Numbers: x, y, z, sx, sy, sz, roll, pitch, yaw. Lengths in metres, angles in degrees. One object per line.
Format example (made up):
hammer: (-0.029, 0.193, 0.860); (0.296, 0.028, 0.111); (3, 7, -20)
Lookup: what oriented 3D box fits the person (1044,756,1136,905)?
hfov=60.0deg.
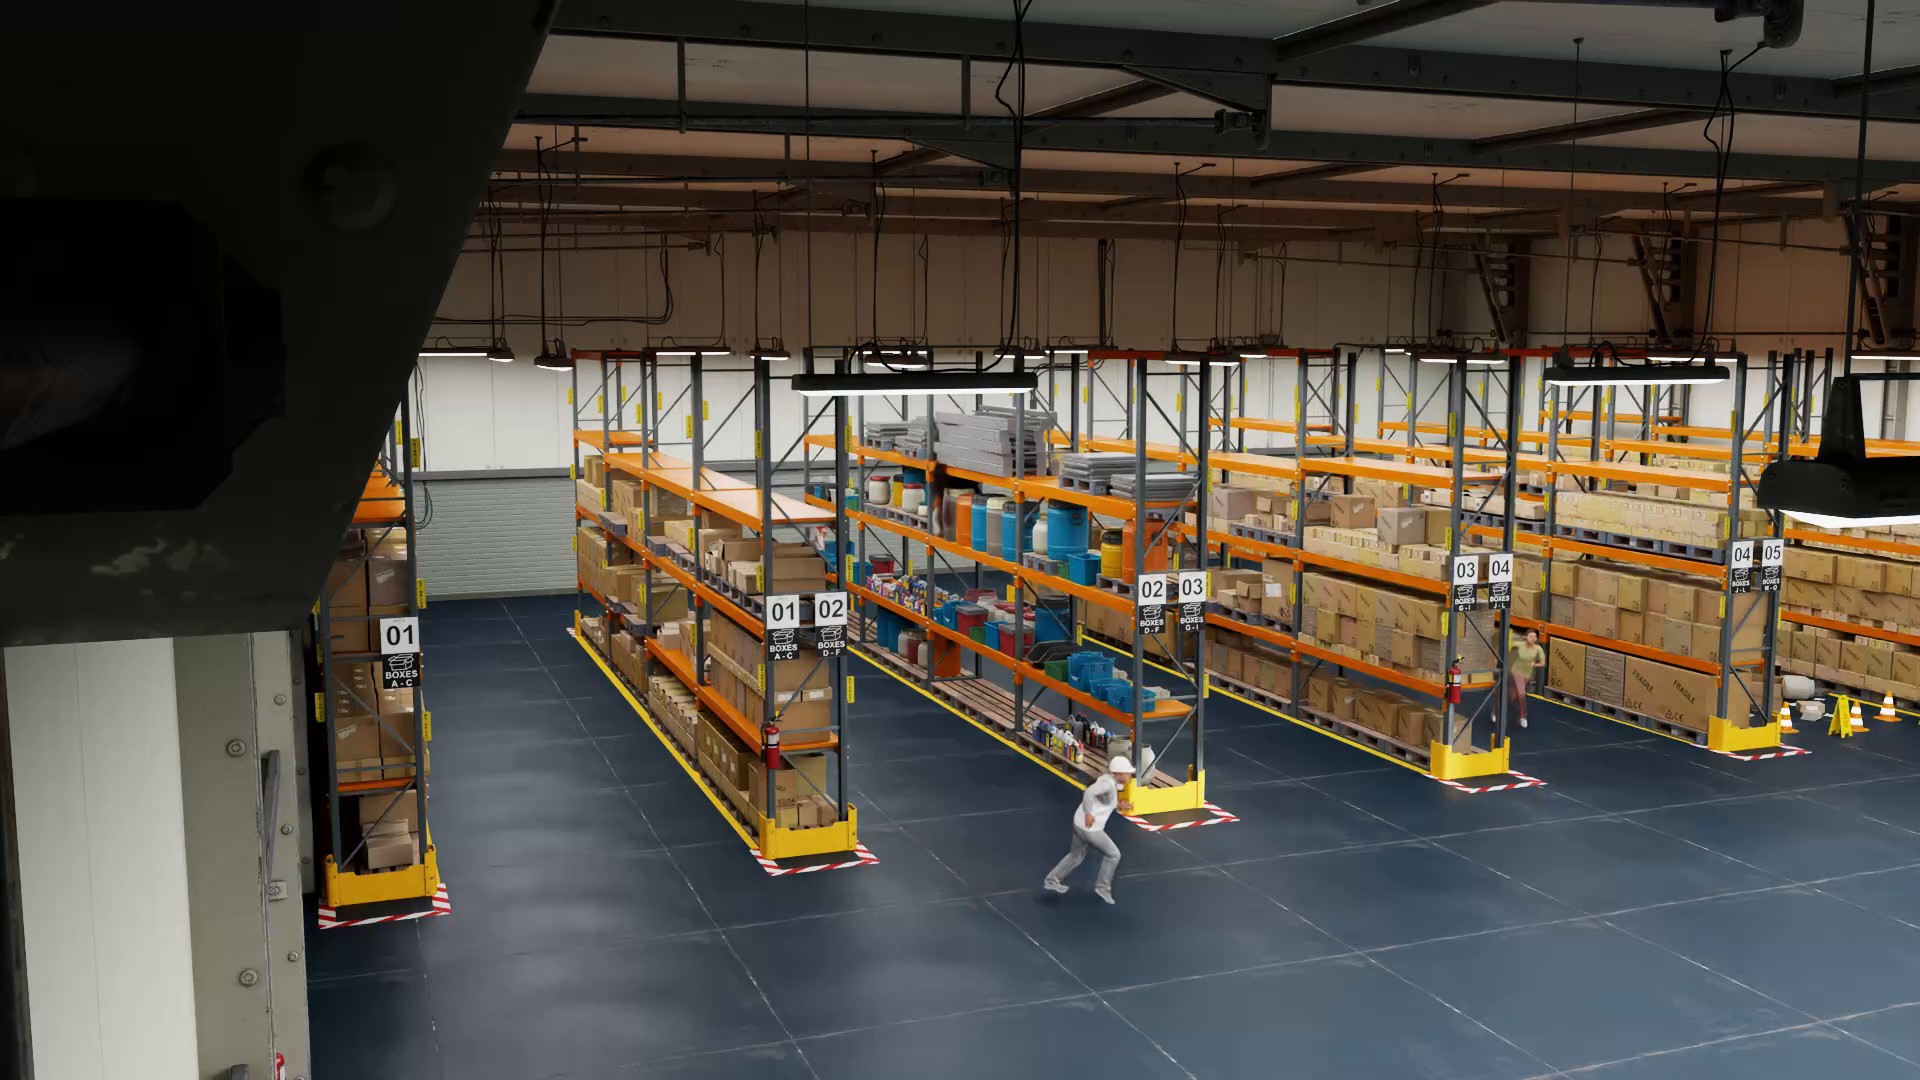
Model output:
person: (1.437, 3.241, 18.490); (1.010, 1.719, 0.697); (1, 7, 7)

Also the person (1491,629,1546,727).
person: (9.033, 2.191, 26.868); (0.728, 1.575, 0.668); (-1, 7, -6)

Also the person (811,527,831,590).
person: (-3.318, 0.498, 39.786); (0.860, 1.842, 0.656); (0, 7, 0)
